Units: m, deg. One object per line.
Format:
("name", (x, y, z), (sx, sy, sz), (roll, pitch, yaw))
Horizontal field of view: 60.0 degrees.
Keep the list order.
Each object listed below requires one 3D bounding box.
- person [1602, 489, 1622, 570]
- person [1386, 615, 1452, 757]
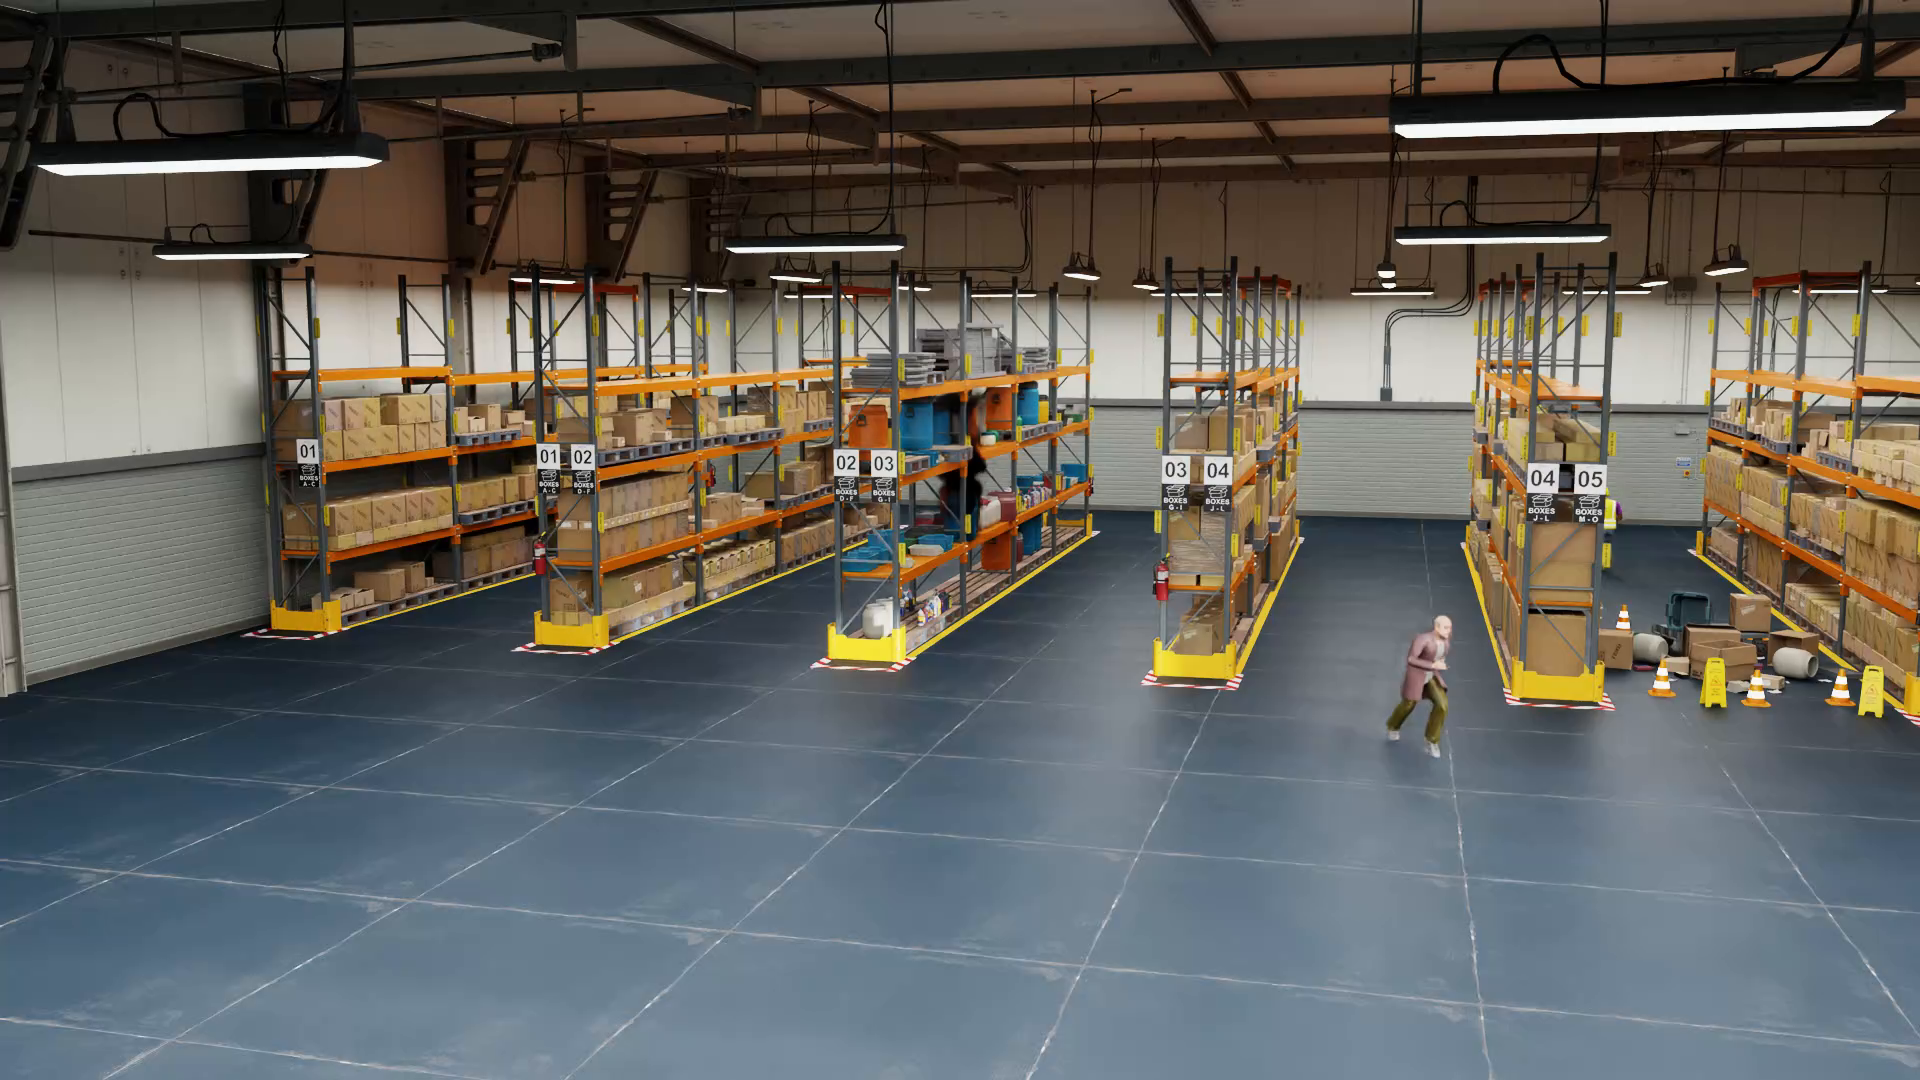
("person", (13.402, -0.212, 34.555), (0.686, 1.703, 0.753), (1, 7, 8))
("person", (5.480, 1.700, 19.786), (0.751, 1.737, 1.072), (-4, 8, -26))
